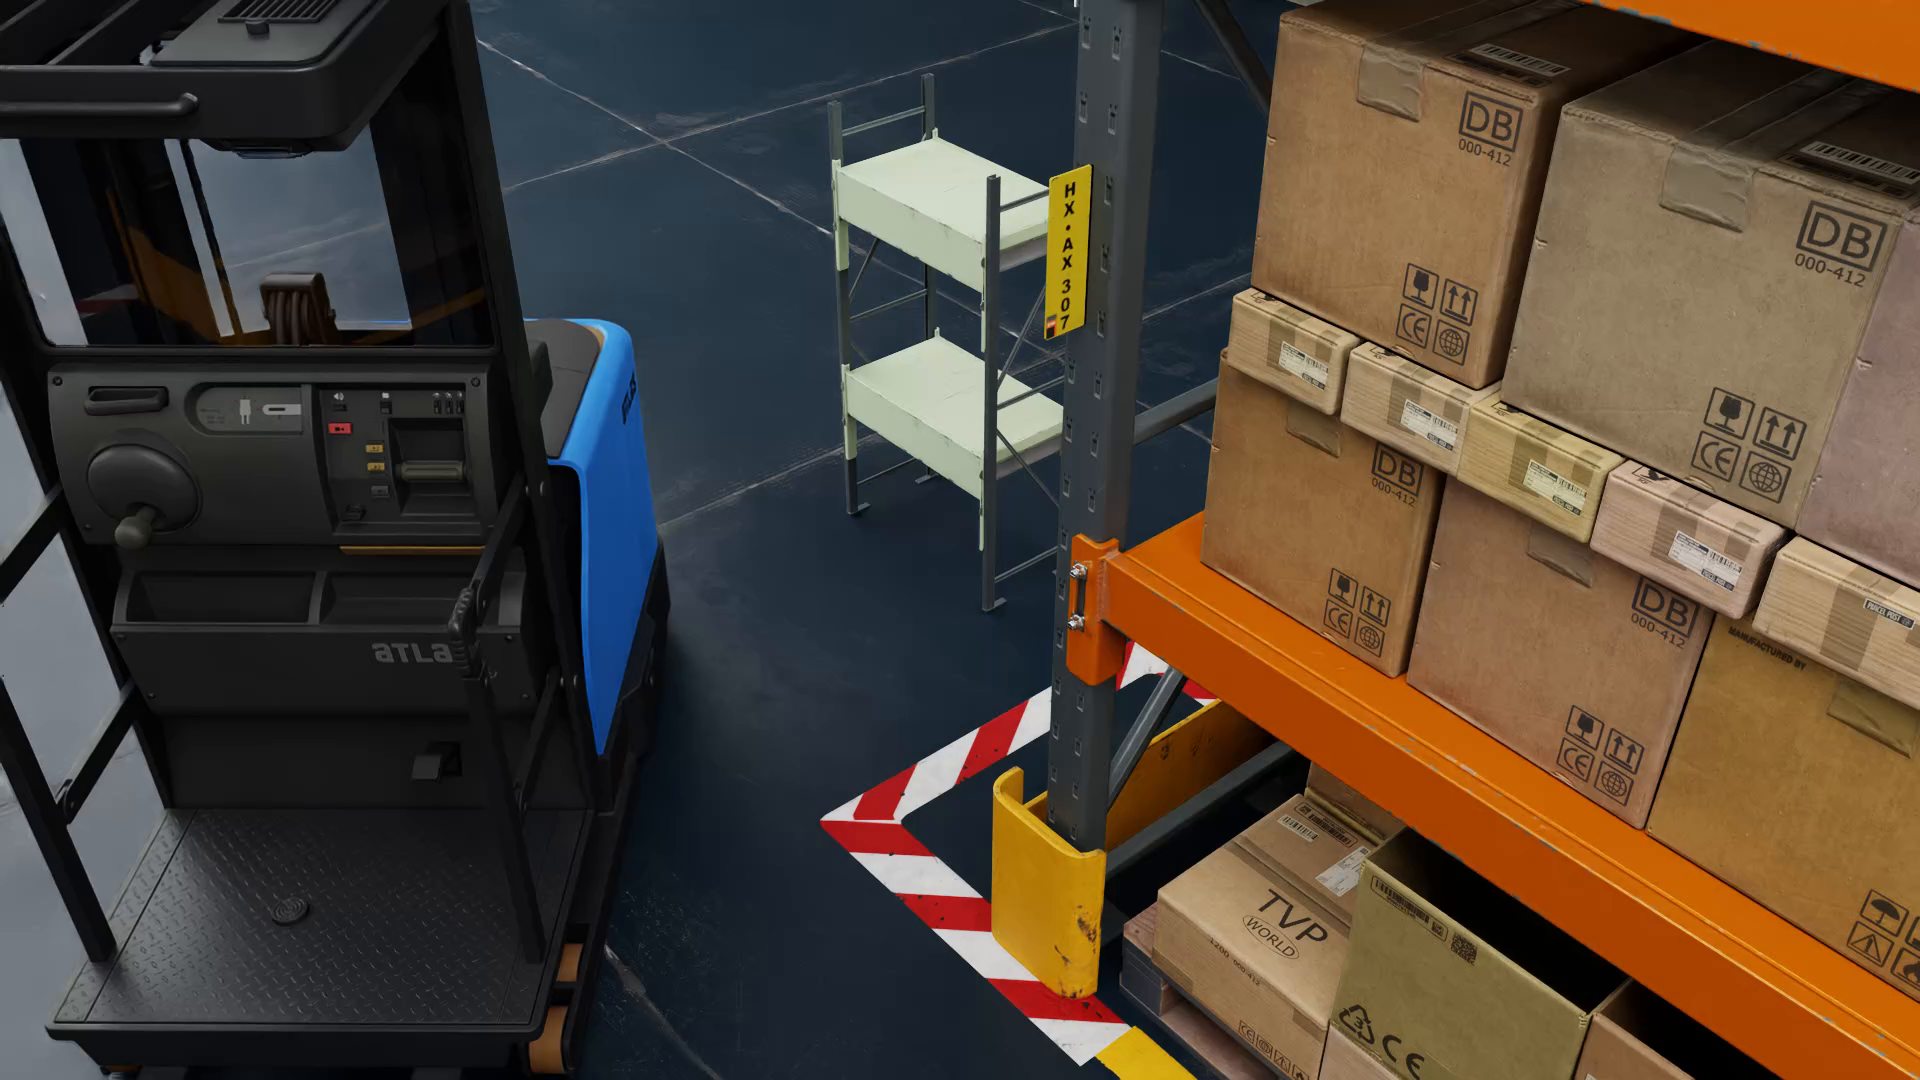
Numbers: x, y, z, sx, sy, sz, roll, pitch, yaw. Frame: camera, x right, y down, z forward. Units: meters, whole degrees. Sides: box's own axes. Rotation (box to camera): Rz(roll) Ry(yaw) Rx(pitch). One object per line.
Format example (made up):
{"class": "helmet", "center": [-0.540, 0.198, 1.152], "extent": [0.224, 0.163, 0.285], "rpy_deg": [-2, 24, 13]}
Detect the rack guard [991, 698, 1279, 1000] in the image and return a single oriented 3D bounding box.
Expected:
{"class": "rack guard", "center": [0.612, 0.661, 4.384], "extent": [1.175, 0.500, 0.348], "rpy_deg": [-26, 43, -32]}

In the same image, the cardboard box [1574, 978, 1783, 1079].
{"class": "cardboard box", "center": [1.460, 1.052, 3.037], "extent": [0.500, 0.500, 0.500], "rpy_deg": [-26, 43, -32]}

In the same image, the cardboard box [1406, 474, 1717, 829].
{"class": "cardboard box", "center": [1.261, 0.051, 2.996], "extent": [0.700, 0.500, 0.500], "rpy_deg": [-25, 42, -31]}

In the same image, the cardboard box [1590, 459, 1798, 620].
{"class": "cardboard box", "center": [1.209, -0.062, 2.595], "extent": [0.380, 0.149, 0.250], "rpy_deg": [-27, 43, -32]}

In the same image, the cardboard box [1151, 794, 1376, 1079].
{"class": "cardboard box", "center": [0.803, 0.922, 3.869], "extent": [0.500, 0.250, 0.500], "rpy_deg": [-26, 43, -32]}

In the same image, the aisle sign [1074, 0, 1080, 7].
{"class": "aisle sign", "center": [0.351, -1.324, 2.775], "extent": [0.394, 0.787, 0.004], "rpy_deg": [-26, 43, -32]}

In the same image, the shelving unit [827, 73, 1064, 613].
{"class": "shelving unit", "center": [-0.004, -0.615, 5.321], "extent": [0.431, 1.500, 0.755], "rpy_deg": [-26, 43, -32]}

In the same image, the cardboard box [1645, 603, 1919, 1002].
{"class": "cardboard box", "center": [1.577, 0.273, 2.683], "extent": [0.700, 0.500, 0.500], "rpy_deg": [-26, 43, -31]}

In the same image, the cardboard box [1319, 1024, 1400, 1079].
{"class": "cardboard box", "center": [1.129, 1.141, 3.559], "extent": [0.500, 0.250, 0.500], "rpy_deg": [-26, 43, -32]}

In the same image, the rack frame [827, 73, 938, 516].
{"class": "rack frame", "center": [-0.241, -0.777, 5.549], "extent": [0.400, 1.500, 0.023], "rpy_deg": [-26, 43, -32]}

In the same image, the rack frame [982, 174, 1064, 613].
{"class": "rack frame", "center": [0.232, -0.453, 5.093], "extent": [0.400, 1.500, 0.023], "rpy_deg": [-26, 43, -32]}

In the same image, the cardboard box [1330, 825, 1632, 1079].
{"class": "cardboard box", "center": [1.127, 0.836, 3.342], "extent": [0.500, 0.500, 0.500], "rpy_deg": [-26, 43, -32]}

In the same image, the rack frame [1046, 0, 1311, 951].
{"class": "rack frame", "center": [0.627, -0.349, 3.647], "extent": [1.000, 3.000, 0.127], "rpy_deg": [-26, 43, -32]}

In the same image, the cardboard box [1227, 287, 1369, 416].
{"class": "cardboard box", "center": [0.716, -0.401, 3.073], "extent": [0.380, 0.149, 0.250], "rpy_deg": [-26, 43, -32]}

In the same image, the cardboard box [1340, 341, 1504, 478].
{"class": "cardboard box", "center": [0.888, -0.285, 2.910], "extent": [0.380, 0.149, 0.250], "rpy_deg": [-27, 43, -33]}

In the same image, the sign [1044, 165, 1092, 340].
{"class": "sign", "center": [0.199, -0.530, 3.085], "extent": [0.100, 0.325, 0.005], "rpy_deg": [-26, 43, -32]}

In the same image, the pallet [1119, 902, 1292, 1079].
{"class": "pallet", "center": [1.153, 1.111, 3.998], "extent": [1.003, 0.211, 1.213], "rpy_deg": [-26, 43, -32]}

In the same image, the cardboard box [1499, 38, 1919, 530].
{"class": "cardboard box", "center": [1.296, -0.455, 2.587], "extent": [0.700, 0.500, 0.500], "rpy_deg": [-27, 43, -33]}

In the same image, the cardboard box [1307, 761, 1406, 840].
{"class": "cardboard box", "center": [1.201, 0.422, 3.926], "extent": [0.500, 0.500, 0.500], "rpy_deg": [-26, 43, -32]}

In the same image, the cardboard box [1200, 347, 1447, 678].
{"class": "cardboard box", "center": [0.919, -0.179, 3.320], "extent": [0.700, 0.500, 0.500], "rpy_deg": [-26, 43, -32]}

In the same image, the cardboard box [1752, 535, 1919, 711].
{"class": "cardboard box", "center": [1.383, 0.054, 2.430], "extent": [0.380, 0.149, 0.250], "rpy_deg": [-28, 44, -33]}

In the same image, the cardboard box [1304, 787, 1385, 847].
{"class": "cardboard box", "center": [1.199, 0.729, 4.142], "extent": [0.500, 0.250, 0.500], "rpy_deg": [-26, 43, -32]}

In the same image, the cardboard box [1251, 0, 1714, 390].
{"class": "cardboard box", "center": [0.953, -0.685, 2.912], "extent": [0.700, 0.500, 0.500], "rpy_deg": [-26, 43, -32]}

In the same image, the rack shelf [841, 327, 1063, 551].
{"class": "rack shelf", "center": [-0.004, -0.349, 5.509], "extent": [0.431, 0.370, 0.720], "rpy_deg": [-26, 43, -32]}

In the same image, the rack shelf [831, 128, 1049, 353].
{"class": "rack shelf", "center": [-0.004, -0.933, 5.095], "extent": [0.431, 0.370, 0.720], "rpy_deg": [-26, 43, -32]}

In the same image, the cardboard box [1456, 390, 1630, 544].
{"class": "cardboard box", "center": [1.048, -0.174, 2.753], "extent": [0.380, 0.149, 0.250], "rpy_deg": [-26, 43, -32]}

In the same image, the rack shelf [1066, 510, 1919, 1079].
{"class": "rack shelf", "center": [1.918, 0.828, 2.608], "extent": [1.077, 0.370, 4.000], "rpy_deg": [-26, 43, -32]}

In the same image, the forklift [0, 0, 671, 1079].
{"class": "forklift", "center": [-1.460, -0.111, 3.371], "extent": [1.130, 2.935, 3.031], "rpy_deg": [0, 35, 0]}

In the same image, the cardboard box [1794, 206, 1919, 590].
{"class": "cardboard box", "center": [1.622, -0.232, 2.274], "extent": [0.700, 0.500, 0.500], "rpy_deg": [-26, 43, -32]}
